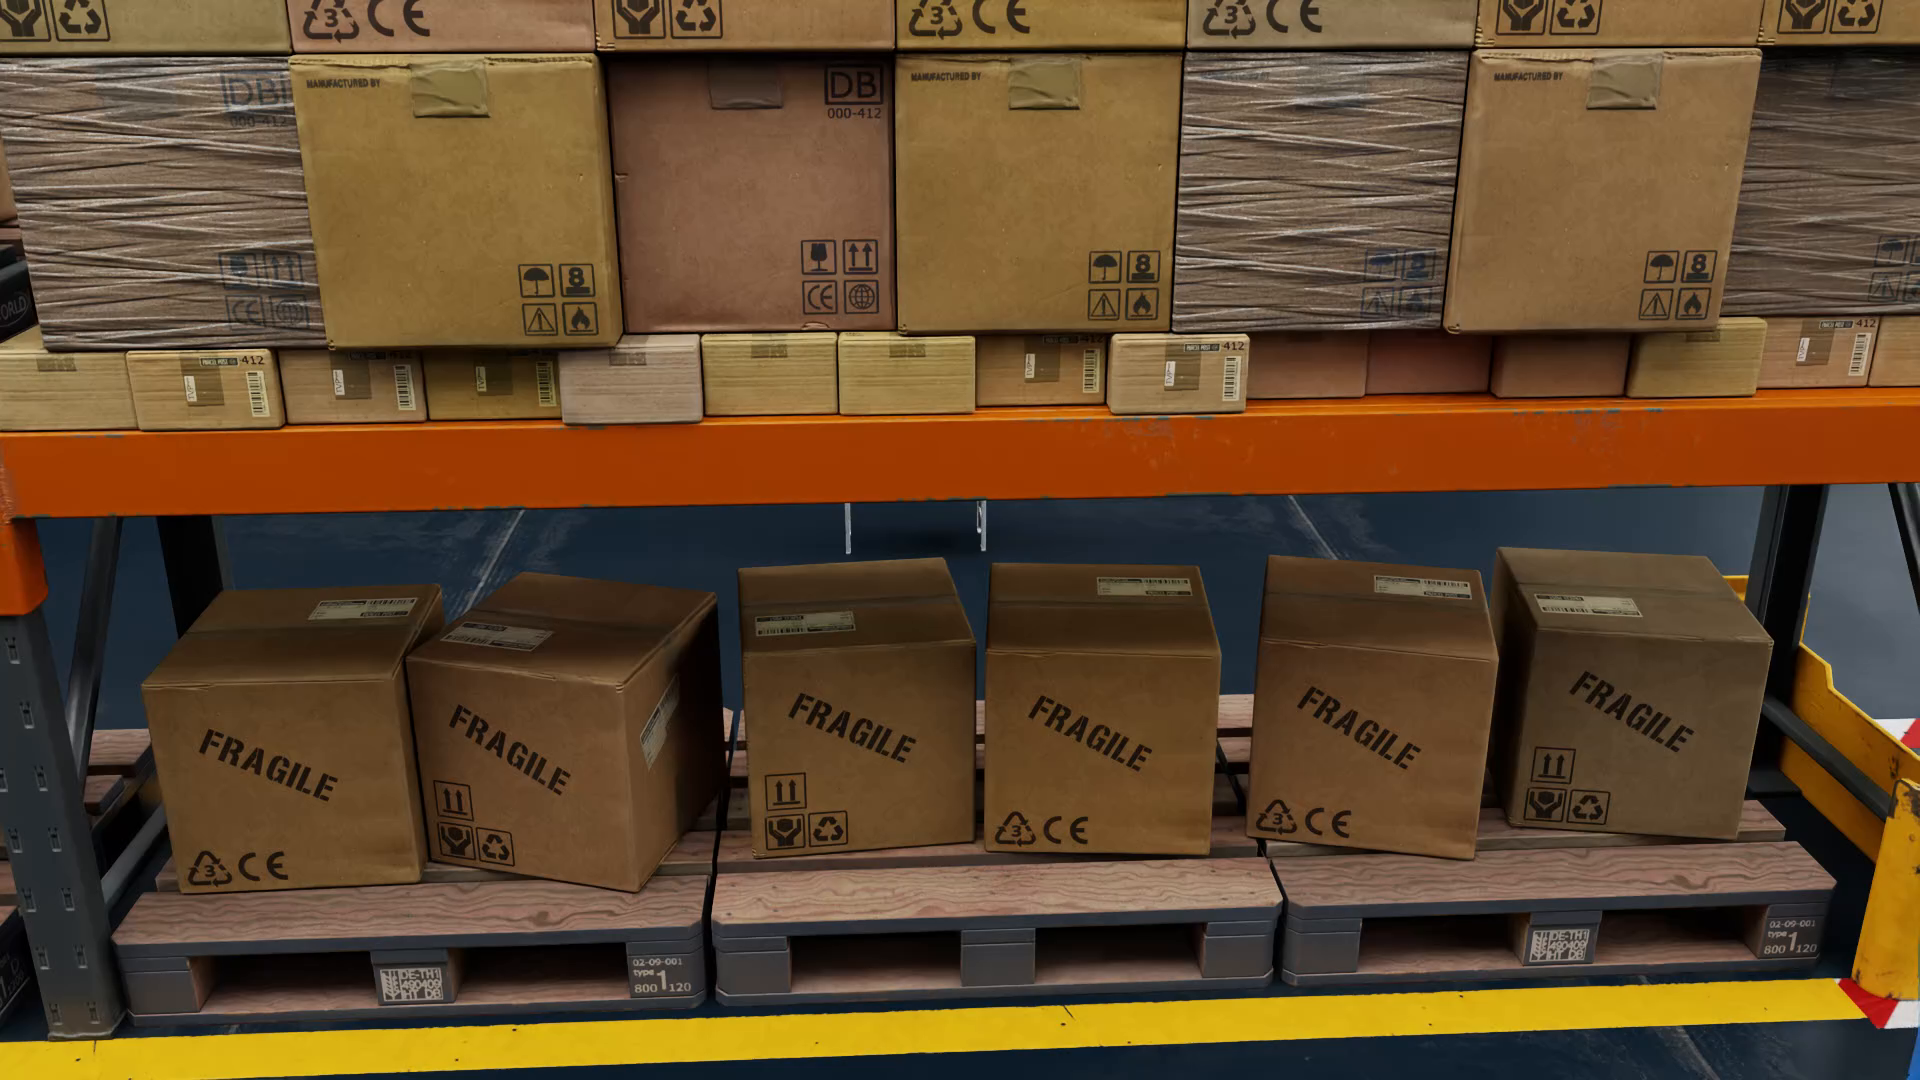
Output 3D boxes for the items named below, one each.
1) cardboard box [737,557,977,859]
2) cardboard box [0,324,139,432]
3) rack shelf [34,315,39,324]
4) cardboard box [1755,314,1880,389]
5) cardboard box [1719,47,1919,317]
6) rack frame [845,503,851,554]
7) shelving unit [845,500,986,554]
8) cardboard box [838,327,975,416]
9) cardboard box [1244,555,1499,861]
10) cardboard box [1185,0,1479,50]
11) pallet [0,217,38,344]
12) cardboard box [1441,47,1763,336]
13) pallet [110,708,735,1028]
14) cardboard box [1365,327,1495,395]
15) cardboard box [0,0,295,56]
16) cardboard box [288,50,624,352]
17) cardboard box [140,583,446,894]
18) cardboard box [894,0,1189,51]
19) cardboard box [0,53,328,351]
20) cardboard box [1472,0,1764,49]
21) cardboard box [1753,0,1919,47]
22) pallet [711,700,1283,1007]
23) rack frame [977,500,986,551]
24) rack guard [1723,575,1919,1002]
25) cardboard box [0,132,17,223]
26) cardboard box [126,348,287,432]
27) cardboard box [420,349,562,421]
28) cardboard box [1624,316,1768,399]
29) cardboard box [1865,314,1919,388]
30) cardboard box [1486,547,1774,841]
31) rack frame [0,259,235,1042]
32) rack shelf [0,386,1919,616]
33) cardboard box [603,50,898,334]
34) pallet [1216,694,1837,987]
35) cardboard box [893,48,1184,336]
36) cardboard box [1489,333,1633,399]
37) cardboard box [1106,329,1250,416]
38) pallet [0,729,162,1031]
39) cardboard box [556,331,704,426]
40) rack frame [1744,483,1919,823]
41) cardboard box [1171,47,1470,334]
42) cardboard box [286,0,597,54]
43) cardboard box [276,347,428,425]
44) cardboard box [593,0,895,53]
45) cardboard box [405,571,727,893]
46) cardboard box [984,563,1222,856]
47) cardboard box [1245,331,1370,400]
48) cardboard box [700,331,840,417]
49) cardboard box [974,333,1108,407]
[{"bbox_3d":[-0.247,0.373,3.847,0.500,0.500,0.500,-3,21,-8],"label":"cardboard box"},{"bbox_3d":[-1.604,-0.330,3.125,0.250,0.149,0.380,-1,21,-3],"label":"cardboard box"},{"bbox_3d":[-3.832,-0.173,3.371,4.000,0.370,1.077,-1,21,-3],"label":"rack shelf"},{"bbox_3d":[1.635,-0.430,3.387,0.250,0.149,0.380,-1,21,-3],"label":"cardboard box"},{"bbox_3d":[1.607,-0.815,3.488,0.500,0.500,0.875,-1,21,-3],"label":"cardboard box"},{"bbox_3d":[-0.409,-0.552,5.886,0.015,1.200,0.240,-1,21,-3],"label":"rack frame"},{"bbox_3d":[-0.165,-0.557,5.899,0.503,1.200,0.258,-1,21,-3],"label":"shelving unit"},{"bbox_3d":[-0.107,-0.365,3.217,0.250,0.149,0.380,-1,21,-3],"label":"cardboard box"},{"bbox_3d":[0.939,0.372,3.851,0.500,0.500,0.500,4,21,11],"label":"cardboard box"},{"bbox_3d":[0.625,-1.164,2.998,0.500,0.500,0.500,-1,21,-3],"label":"cardboard box"},{"bbox_3d":[-2.607,-0.496,3.478,1.213,0.211,1.003,-1,21,-3],"label":"pallet"},{"bbox_3d":[1.115,-0.763,3.350,0.500,0.500,0.875,-1,21,-3],"label":"cardboard box"},{"bbox_3d":[-1.167,0.727,3.914,1.213,0.211,1.003,-1,21,-3],"label":"pallet"},{"bbox_3d":[0.886,-0.416,3.352,0.250,0.149,0.380,-1,21,-3],"label":"cardboard box"},{"bbox_3d":[-1.372,-1.122,2.888,0.500,0.500,0.500,-1,21,-3],"label":"cardboard box"},{"bbox_3d":[-0.882,-0.720,3.239,0.500,0.500,0.875,-1,21,-3],"label":"cardboard box"},{"bbox_3d":[-1.434,0.428,3.703,0.500,0.500,0.500,-2,21,-5],"label":"cardboard box"},{"bbox_3d":[0.125,-1.156,2.979,0.500,0.500,0.500,-1,21,-3],"label":"cardboard box"},{"bbox_3d":[-1.383,-0.723,3.245,0.500,0.500,0.875,-1,21,-3],"label":"cardboard box"},{"bbox_3d":[1.124,-1.173,3.022,0.500,0.500,0.500,-1,21,-3],"label":"cardboard box"},{"bbox_3d":[1.623,-1.185,3.054,0.500,0.500,0.500,-1,21,-3],"label":"cardboard box"},{"bbox_3d":[0.054,0.701,3.982,1.213,0.211,1.003,-1,21,-3],"label":"pallet"},{"bbox_3d":[0.078,-0.562,5.912,0.015,1.200,0.240,-1,21,-3],"label":"rack frame"},{"bbox_3d":[2.082,0.539,4.003,0.348,0.500,1.175,-1,21,-3],"label":"rack guard"},{"bbox_3d":[-2.637,-1.060,3.256,1.000,1.000,1.000,-1,21,-3],"label":"cardboard box"},{"bbox_3d":[-1.354,-0.330,3.126,0.250,0.149,0.380,-1,21,-3],"label":"cardboard box"},{"bbox_3d":[-0.856,-0.354,3.187,0.250,0.149,0.380,-1,21,-3],"label":"cardboard box"},{"bbox_3d":[1.389,-0.406,3.325,0.250,0.149,0.380,-1,21,-3],"label":"cardboard box"},{"bbox_3d":[1.885,-0.435,3.400,0.250,0.149,0.380,-1,21,-3],"label":"cardboard box"},{"bbox_3d":[1.533,0.348,3.915,0.500,0.500,0.500,3,21,7],"label":"cardboard box"},{"bbox_3d":[-1.836,-0.550,3.349,0.127,3.000,1.000,-1,21,-3],"label":"rack frame"},{"bbox_3d":[0.161,-0.254,3.584,4.000,0.370,1.077,-1,21,-3],"label":"rack shelf"},{"bbox_3d":[-0.388,-0.766,3.359,0.500,0.500,0.875,-1,21,-3],"label":"cardboard box"},{"bbox_3d":[1.269,0.678,4.044,1.213,0.211,1.003,-1,21,-3],"label":"pallet"},{"bbox_3d":[0.113,-0.762,3.348,0.500,0.500,0.875,-1,21,-3],"label":"cardboard box"},{"bbox_3d":[1.138,-0.407,3.327,0.250,0.149,0.380,-1,21,-3],"label":"cardboard box"},{"bbox_3d":[0.393,-0.367,3.222,0.250,0.149,0.380,-1,21,-3],"label":"cardboard box"},{"bbox_3d":[-2.613,0.770,3.803,1.213,0.211,1.003,-1,21,-3],"label":"pallet"},{"bbox_3d":[-0.605,-0.344,3.162,0.250,0.149,0.380,-1,21,-3],"label":"cardboard box"},{"bbox_3d":[2.158,-0.631,3.563,0.127,3.000,1.000,-1,21,-3],"label":"rack frame"},{"bbox_3d":[0.613,-0.768,3.363,0.500,0.500,0.875,-1,21,-3],"label":"cardboard box"},{"bbox_3d":[-0.873,-1.132,2.916,0.500,0.500,0.500,-1,21,-3],"label":"cardboard box"},{"bbox_3d":[-1.106,-0.345,3.165,0.250,0.149,0.380,-1,21,-3],"label":"cardboard box"},{"bbox_3d":[-0.374,-1.142,2.942,0.500,0.500,0.500,-1,21,-3],"label":"cardboard box"},{"bbox_3d":[-0.863,0.414,3.741,0.500,0.500,0.500,5,22,14],"label":"cardboard box"},{"bbox_3d":[0.312,0.378,3.835,0.500,0.500,0.500,1,21,2],"label":"cardboard box"},{"bbox_3d":[0.638,-0.403,3.318,0.250,0.149,0.380,-1,21,-3],"label":"cardboard box"},{"bbox_3d":[-0.357,-0.364,3.214,0.250,0.149,0.380,-1,21,-3],"label":"cardboard box"},{"bbox_3d":[0.140,-0.386,3.273,0.250,0.149,0.380,-1,21,-3],"label":"cardboard box"}]
